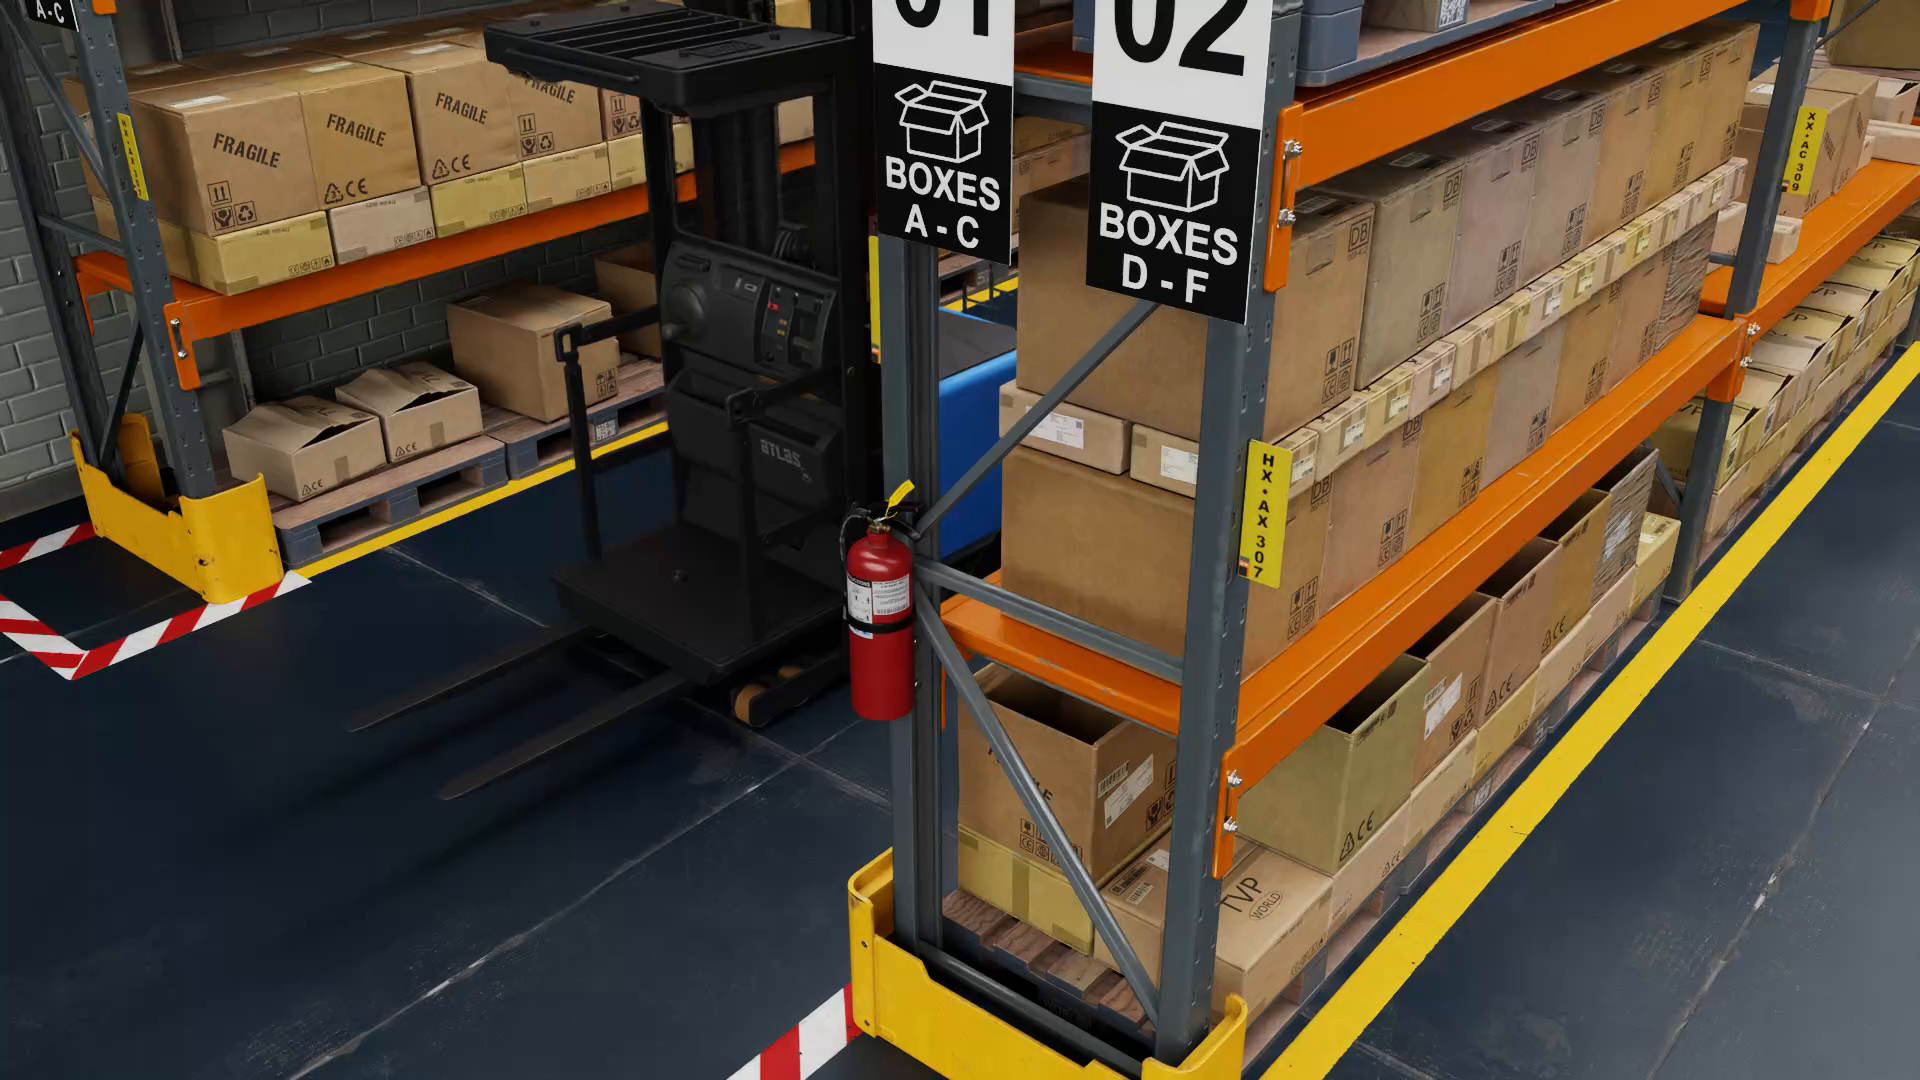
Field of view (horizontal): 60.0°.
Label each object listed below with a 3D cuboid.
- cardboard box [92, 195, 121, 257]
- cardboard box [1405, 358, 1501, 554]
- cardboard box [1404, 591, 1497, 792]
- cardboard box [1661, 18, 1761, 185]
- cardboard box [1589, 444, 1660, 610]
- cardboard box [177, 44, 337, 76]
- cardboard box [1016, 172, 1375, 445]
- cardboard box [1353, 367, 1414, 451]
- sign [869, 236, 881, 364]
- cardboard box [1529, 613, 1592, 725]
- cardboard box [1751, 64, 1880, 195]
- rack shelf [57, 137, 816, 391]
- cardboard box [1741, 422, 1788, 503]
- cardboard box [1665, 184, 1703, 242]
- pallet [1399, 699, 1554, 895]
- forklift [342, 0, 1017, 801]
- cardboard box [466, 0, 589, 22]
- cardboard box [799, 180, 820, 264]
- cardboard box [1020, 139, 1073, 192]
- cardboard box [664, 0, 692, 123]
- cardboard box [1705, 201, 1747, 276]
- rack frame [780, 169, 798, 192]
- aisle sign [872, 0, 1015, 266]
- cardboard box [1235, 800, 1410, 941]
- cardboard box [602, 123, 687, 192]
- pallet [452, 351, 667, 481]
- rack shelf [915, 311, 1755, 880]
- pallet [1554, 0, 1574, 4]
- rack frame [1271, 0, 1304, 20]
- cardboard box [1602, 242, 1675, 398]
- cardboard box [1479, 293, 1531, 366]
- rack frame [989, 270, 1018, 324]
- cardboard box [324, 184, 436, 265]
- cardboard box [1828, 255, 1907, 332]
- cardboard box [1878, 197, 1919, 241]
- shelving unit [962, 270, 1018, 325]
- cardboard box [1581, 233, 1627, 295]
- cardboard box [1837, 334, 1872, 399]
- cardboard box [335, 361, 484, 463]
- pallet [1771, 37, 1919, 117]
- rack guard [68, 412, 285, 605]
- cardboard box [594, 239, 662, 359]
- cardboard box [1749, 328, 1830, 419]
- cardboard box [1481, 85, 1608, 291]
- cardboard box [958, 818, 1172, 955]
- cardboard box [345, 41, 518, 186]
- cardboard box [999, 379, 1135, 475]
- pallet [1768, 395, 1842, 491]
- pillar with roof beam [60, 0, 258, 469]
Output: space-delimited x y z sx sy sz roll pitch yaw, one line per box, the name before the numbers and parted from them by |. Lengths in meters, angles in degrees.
cardboard box | -3.449 -1.409 7.351 0.500 0.250 0.500 21 34 35
cardboard box | 1.185 -0.367 5.085 0.700 0.500 0.500 21 34 35
cardboard box | 1.365 0.419 5.394 0.500 0.500 0.500 21 34 34
cardboard box | 2.495 -1.678 6.208 0.700 0.500 0.500 21 34 35
cardboard box | 2.319 -0.113 6.423 0.500 0.500 0.500 21 34 34
cardboard box | -3.133 -1.925 7.532 0.500 0.500 0.500 21 34 35
cardboard box | 0.568 -0.600 4.124 0.700 0.500 0.500 21 34 35
cardboard box | 0.969 -0.390 4.424 0.380 0.149 0.250 21 34 35
sign | -0.182 -0.581 4.091 0.100 0.325 0.005 21 34 34
cardboard box | 2.014 0.402 6.243 0.500 0.250 0.500 21 34 34
cardboard box | 4.262 -2.079 8.396 0.500 0.500 0.500 19 33 32
rack shelf | -2.325 -1.634 8.428 1.077 0.370 4.000 21 34 34
cardboard box | 3.546 -0.433 7.858 0.500 0.250 0.500 22 34 36
cardboard box | 2.441 -1.209 6.008 0.380 0.149 0.250 20 33 33
pallet | 1.458 0.726 6.117 1.003 0.211 1.213 21 34 34
forklift | -0.959 -0.849 6.202 1.130 2.935 3.031 23 35 37
cardboard box | -2.166 -2.475 8.596 0.500 0.500 0.500 22 34 36
cardboard box | -0.597 -2.014 10.620 0.700 0.500 0.500 22 35 36
cardboard box | 0.362 -2.563 11.681 0.700 0.500 0.500 21 34 34
cardboard box | -1.428 -2.502 8.647 0.500 0.500 0.500 21 34 34
cardboard box | 3.052 -1.337 7.234 0.500 0.250 0.500 23 35 37
rack frame | -1.053 -2.663 9.633 1.000 3.000 0.127 21 34 34
aisle sign | -0.040 -1.016 3.619 0.394 0.787 0.004 21 34 34
cardboard box | 1.056 0.933 5.218 0.500 0.250 0.500 21 34 34
cardboard box | -1.751 -1.992 8.477 0.500 0.250 0.500 21 34 34
pallet | -2.228 -0.742 8.954 1.003 0.211 1.213 21 34 34
rack shelf | 1.500 -0.188 5.632 1.077 0.370 4.000 21 34 34
pallet | 1.473 -1.769 4.737 1.003 0.211 1.213 21 34 34
rack frame | 0.228 -2.463 2.717 1.000 3.000 0.127 21 34 34
cardboard box | 2.164 -0.913 6.141 0.700 0.500 0.500 20 34 34
cardboard box | 1.461 -0.664 4.955 0.380 0.149 0.250 20 34 34
rack frame | 0.224 -0.644 7.689 0.240 1.200 0.006 23 35 37
cardboard box | -2.722 -1.456 7.441 0.500 0.250 0.500 20 33 33
cardboard box | 4.848 -1.405 9.127 0.500 0.311 0.500 20 34 34
cardboard box | 5.827 -1.798 10.202 0.500 0.500 0.500 22 35 36
shelving unit | 0.163 -0.613 7.629 0.258 1.200 0.189 23 35 37
cardboard box | 1.956 -0.940 5.488 0.380 0.149 0.250 22 34 36
cardboard box | 4.523 -0.981 8.917 0.500 0.250 0.500 22 34 36
cardboard box | -2.725 -0.667 8.222 0.500 0.311 0.500 24 36 38
pallet | 5.693 -2.810 10.127 1.213 0.211 1.003 21 34 34
rack guard | -3.549 -0.162 7.518 1.175 0.500 0.348 21 34 34
cardboard box | -1.682 -1.369 9.372 0.500 0.500 0.500 18 32 31
cardboard box | 3.878 -0.864 8.082 0.500 0.311 0.500 19 33 33
cardboard box | 1.537 -1.144 5.176 0.700 0.500 0.500 21 34 34
cardboard box | 0.341 0.960 5.165 0.500 0.250 0.500 21 34 34
cardboard box | -2.406 -1.955 7.590 0.500 0.500 0.500 19 33 33
cardboard box | 0.324 -0.322 4.293 0.380 0.149 0.250 20 33 34
pallet | 3.987 -0.685 8.845 1.003 0.211 1.213 21 34 34
pillar with roof beam | -0.497 -3.152 4.050 9.100 9.000 0.400 21 34 34
